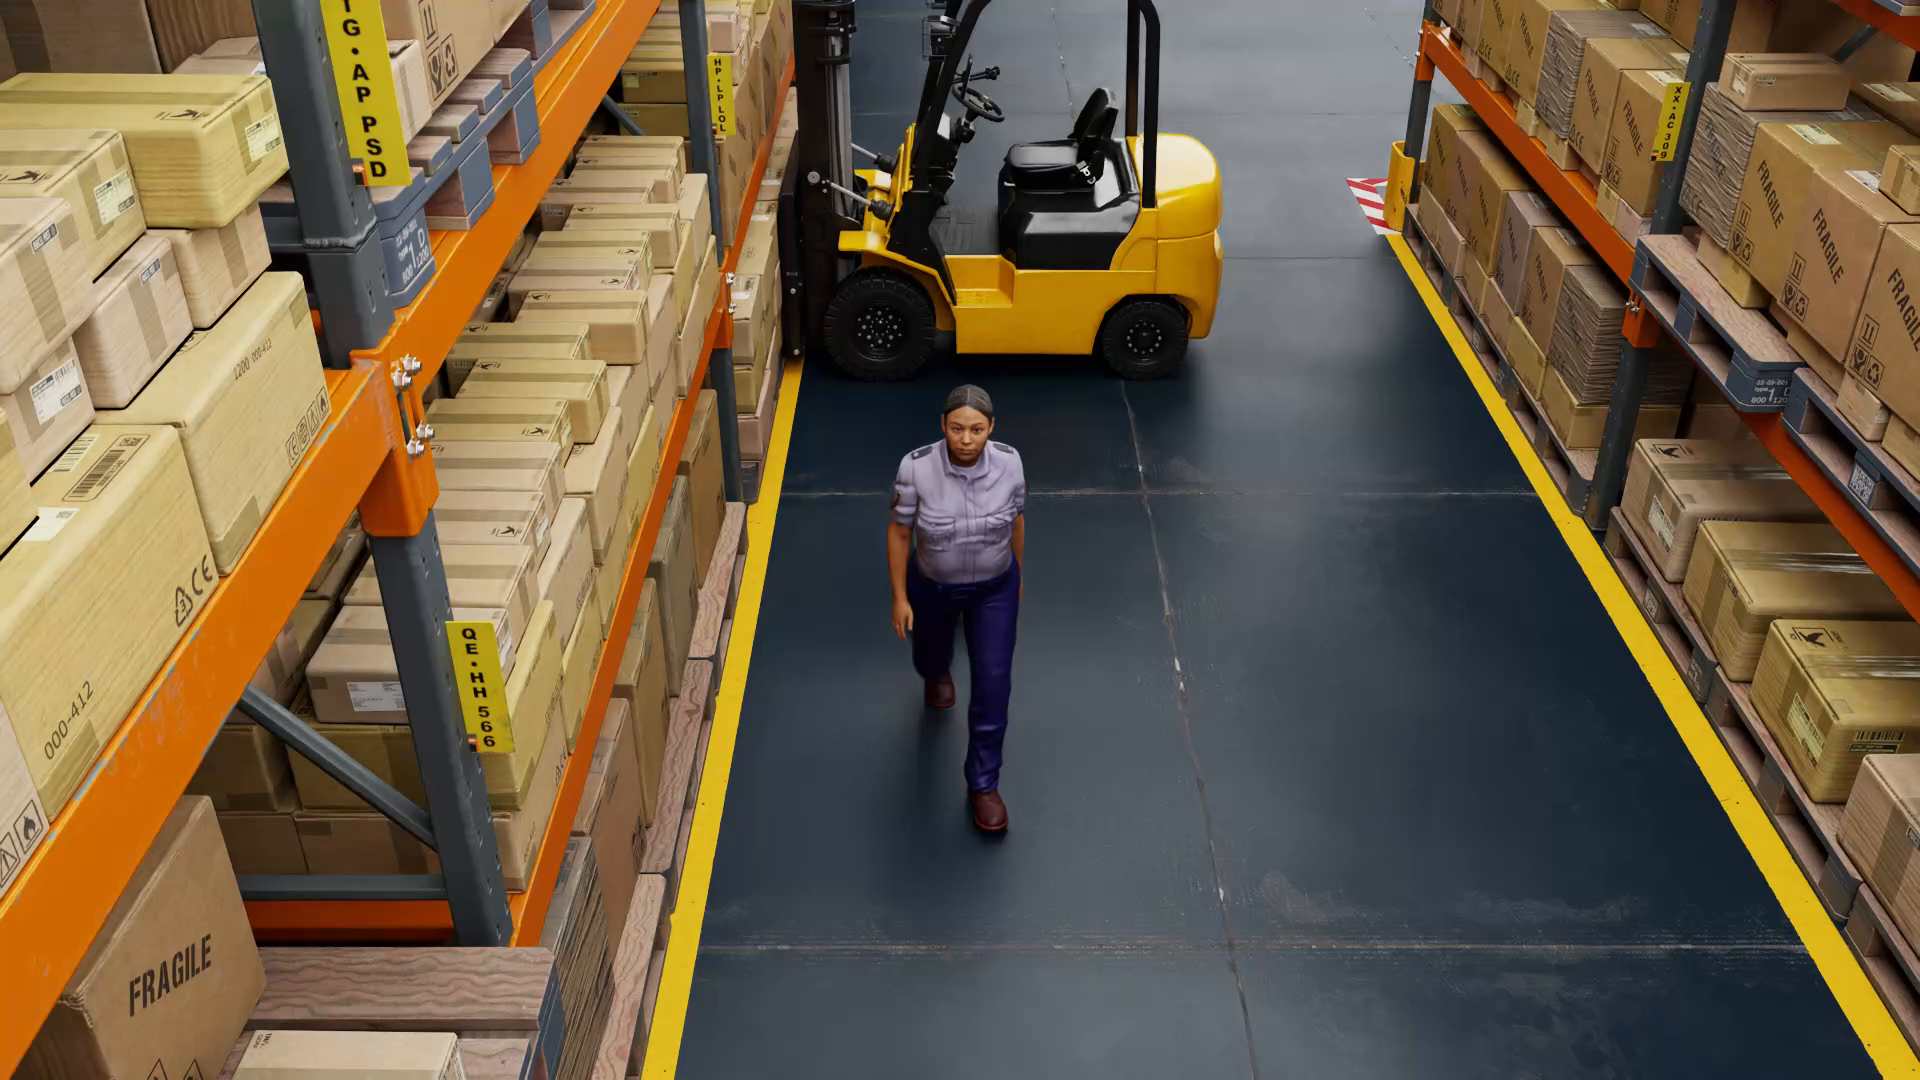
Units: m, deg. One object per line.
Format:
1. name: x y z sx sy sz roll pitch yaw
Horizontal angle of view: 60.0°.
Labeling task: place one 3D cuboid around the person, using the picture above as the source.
1. person: -0.014 0.140 5.923 0.489 1.603 0.957 -2 32 -3
